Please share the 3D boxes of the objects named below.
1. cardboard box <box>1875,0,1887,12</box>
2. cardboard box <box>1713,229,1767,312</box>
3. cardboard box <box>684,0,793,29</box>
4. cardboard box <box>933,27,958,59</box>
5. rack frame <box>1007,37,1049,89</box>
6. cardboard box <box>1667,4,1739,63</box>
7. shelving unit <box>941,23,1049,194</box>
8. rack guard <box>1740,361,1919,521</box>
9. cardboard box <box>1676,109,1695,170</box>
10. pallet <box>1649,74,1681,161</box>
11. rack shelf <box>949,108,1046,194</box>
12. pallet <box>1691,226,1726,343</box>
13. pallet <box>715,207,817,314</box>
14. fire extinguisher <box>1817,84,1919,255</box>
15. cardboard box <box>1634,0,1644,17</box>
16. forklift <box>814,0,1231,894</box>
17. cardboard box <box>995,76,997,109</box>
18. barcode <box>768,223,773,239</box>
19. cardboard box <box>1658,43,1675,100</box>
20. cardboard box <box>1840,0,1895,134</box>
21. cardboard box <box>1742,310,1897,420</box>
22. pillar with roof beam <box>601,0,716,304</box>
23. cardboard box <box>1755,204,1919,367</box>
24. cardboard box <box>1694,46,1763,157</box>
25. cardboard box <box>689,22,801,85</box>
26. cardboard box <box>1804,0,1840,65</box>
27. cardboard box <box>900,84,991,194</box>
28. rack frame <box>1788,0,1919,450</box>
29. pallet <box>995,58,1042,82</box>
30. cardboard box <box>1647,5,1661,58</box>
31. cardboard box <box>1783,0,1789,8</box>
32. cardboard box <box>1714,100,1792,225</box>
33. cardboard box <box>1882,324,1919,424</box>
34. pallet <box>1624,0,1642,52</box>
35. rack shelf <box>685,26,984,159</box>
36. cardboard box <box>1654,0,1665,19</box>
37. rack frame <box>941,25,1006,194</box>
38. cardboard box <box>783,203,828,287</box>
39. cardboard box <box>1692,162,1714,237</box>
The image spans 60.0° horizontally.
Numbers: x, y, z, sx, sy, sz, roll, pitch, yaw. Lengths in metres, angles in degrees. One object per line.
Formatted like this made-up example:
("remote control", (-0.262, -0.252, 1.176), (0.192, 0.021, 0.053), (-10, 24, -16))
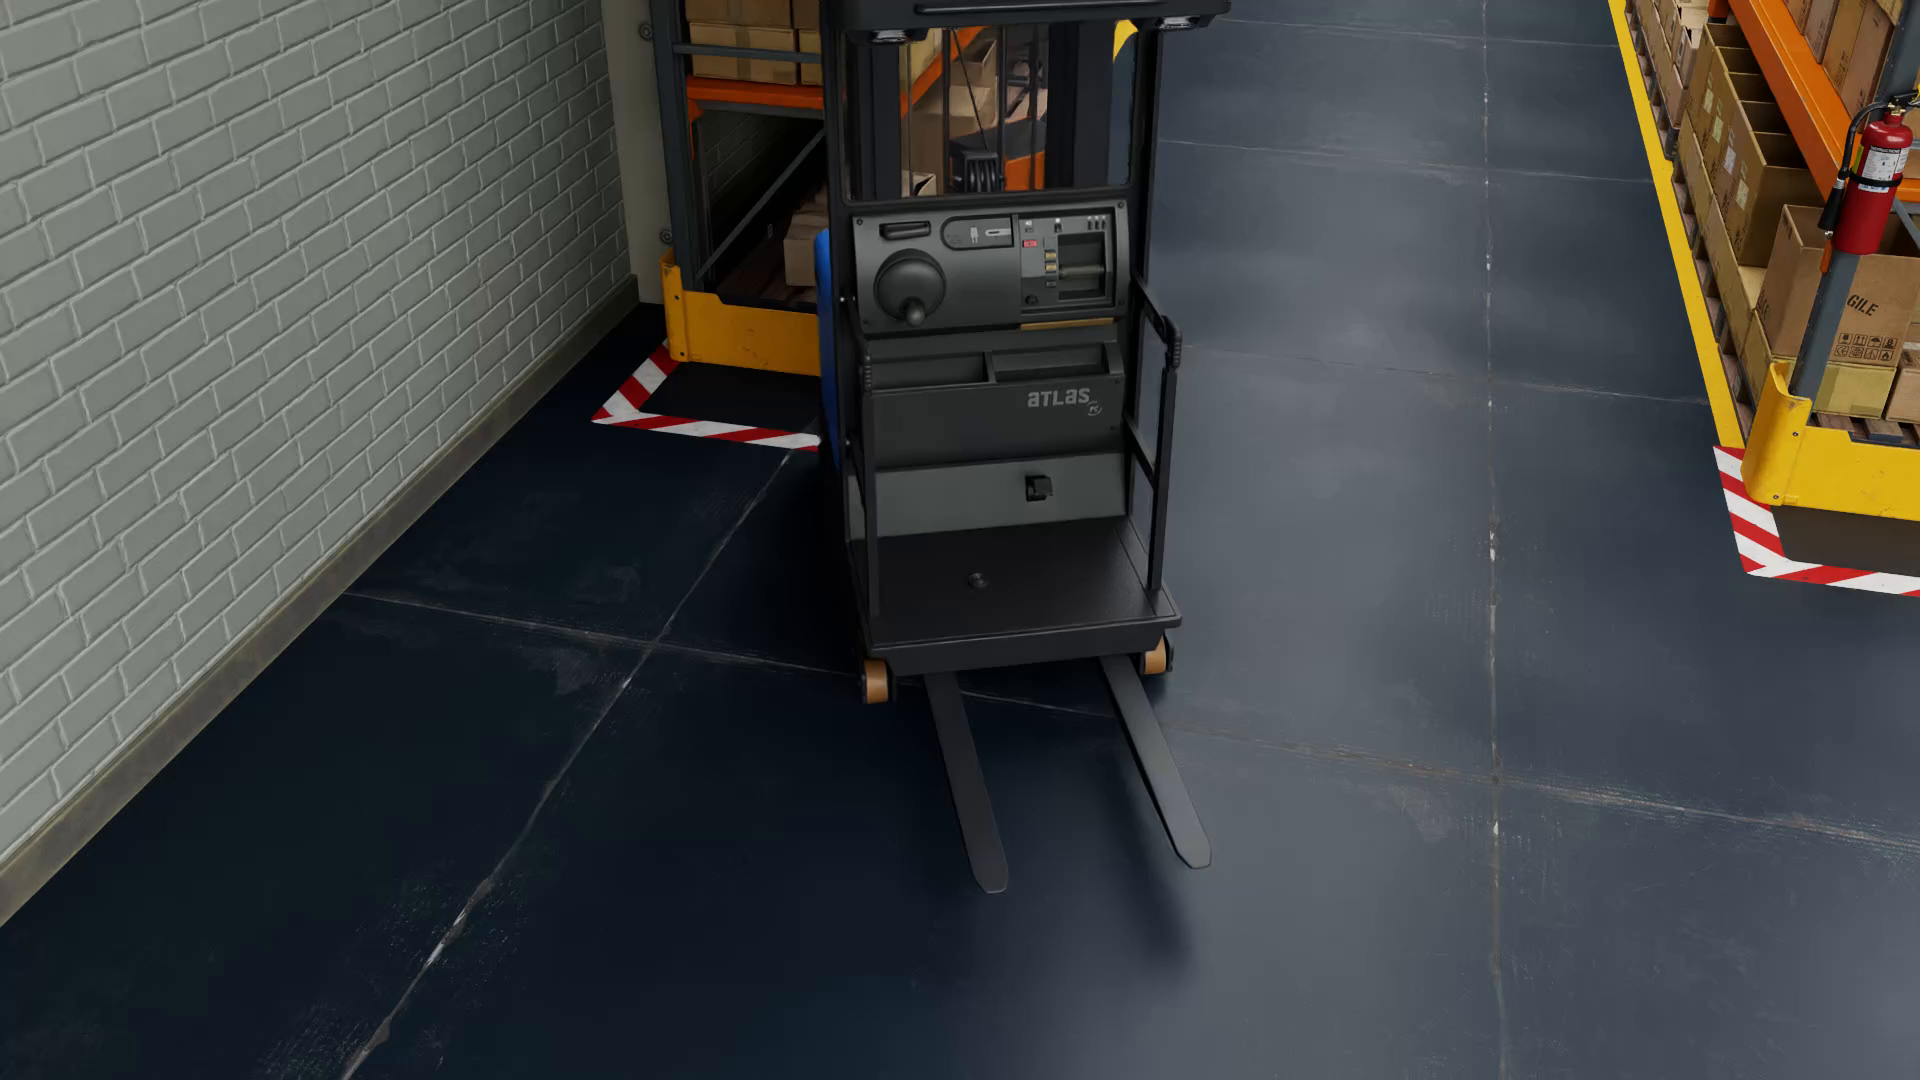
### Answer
("cardboard box", (3.980, -2.257, 6.807), (0.380, 0.149, 0.250), (8, 33, 12))
("cardboard box", (4.028, -1.305, 8.178), (0.500, 0.250, 0.500), (8, 33, 12))
("cardboard box", (-0.941, -2.656, 7.554), (0.500, 0.500, 0.500), (8, 33, 12))
("cardboard box", (-0.306, -2.548, 8.083), (0.500, 0.250, 0.500), (7, 33, 11))
("rack frame", (0.160, -4.197, 10.556), (1.000, 3.000, 0.127), (8, 33, 12))
("cardboard box", (4.904, -3.298, 10.790), (0.500, 0.311, 0.500), (9, 34, 14))
("shelving unit", (0.243, -1.536, 7.208), (0.503, 2.100, 0.431), (-23, 39, -32))
("rack guard", (3.932, -0.381, 6.884), (1.175, 0.500, 0.348), (8, 33, 12))
("cardboard box", (4.542, -2.342, 9.809), (0.500, 0.250, 0.500), (8, 33, 12))
("pallet", (5.102, -2.735, 10.856), (1.003, 0.211, 1.213), (8, 33, 12))
("rack shelf", (0.243, -1.524, 7.216), (0.480, 0.518, 0.431), (-23, 39, -32))
("pallet", (4.403, -1.305, 8.607), (1.003, 0.211, 1.213), (8, 33, 12))
("pallet", (-0.595, -1.400, 8.756), (1.003, 0.211, 1.213), (8, 33, 12))
("fire extinguisher", (3.458, -1.418, 6.256), (0.296, 0.674, 0.183), (8, 33, 12))
("cardboard box", (5.424, -4.124, 12.613), (0.500, 0.250, 0.500), (7, 33, 11))
("forklift", (0.147, -0.871, 5.388), (1.130, 2.935, 3.031), (-5, 33, -8))
("cardboard box", (0.053, -2.905, 10.755), (0.380, 0.166, 0.250), (4, 33, 6))
("barcode", (-0.975, -1.587, 8.537), (0.001, 0.075, 0.075), (8, 33, 12))
("cardboard box", (4.908, -3.058, 10.936), (0.500, 0.250, 0.500), (8, 33, 12))
("cardboard box", (4.197, -2.004, 7.014), (0.700, 0.500, 0.500), (9, 34, 14))
("cardboard box", (3.788, -0.784, 7.359), (0.500, 0.250, 0.500), (8, 33, 12))
("pillar with roof beam", (2.650, -4.548, 5.516), (9.100, 9.000, 0.400), (8, 33, 12))
("cardboard box", (3.786, -1.101, 7.158), (0.500, 0.500, 0.500), (8, 33, 12))
("cardboard box", (4.413, -2.399, 9.200), (0.500, 0.500, 0.500), (8, 33, 12))
("cardboard box", (-0.924, -2.335, 7.748), (0.500, 0.250, 0.500), (8, 33, 13))
("cardboard box", (4.459, -2.535, 7.848), (0.700, 0.500, 0.500), (9, 34, 14))
("cardboard box", (-0.213, -2.268, 9.442), (0.700, 0.500, 0.500), (6, 33, 9))
("rack frame", (3.938, -1.449, 6.233), (1.000, 3.000, 0.127), (8, 33, 12))
("pallet", (0.356, -3.424, 11.940), (1.003, 0.211, 1.213), (8, 33, 12))
("cardboard box", (5.168, -3.587, 11.769), (0.500, 0.250, 0.500), (9, 33, 13))
("cardboard box", (4.719, -3.061, 8.675), (0.700, 0.500, 0.500), (8, 33, 12))
("cardboard box", (4.154, -1.881, 8.385), (0.500, 0.500, 0.500), (8, 33, 12))
("cardboard box", (4.289, -0.713, 7.248), (0.500, 0.250, 0.500), (8, 33, 12))
("pallet", (5.721, -4.001, 12.847), (1.003, 0.211, 1.213), (8, 33, 12))
("rack shelf", (-0.347, -2.855, 9.116), (1.077, 0.370, 4.000), (8, 33, 12))
("cardboard box", (5.164, -3.817, 11.607), (0.500, 0.311, 0.500), (8, 33, 12))
("rack frame", (0.052, -1.454, 7.080), (0.015, 2.100, 0.400), (-23, 39, -32))
("cardboard box", (-0.592, -1.519, 8.439), (0.500, 0.311, 0.500), (4, 33, 7))
("cardboard box", (4.278, -1.824, 8.995), (0.500, 0.250, 0.500), (8, 33, 12))
